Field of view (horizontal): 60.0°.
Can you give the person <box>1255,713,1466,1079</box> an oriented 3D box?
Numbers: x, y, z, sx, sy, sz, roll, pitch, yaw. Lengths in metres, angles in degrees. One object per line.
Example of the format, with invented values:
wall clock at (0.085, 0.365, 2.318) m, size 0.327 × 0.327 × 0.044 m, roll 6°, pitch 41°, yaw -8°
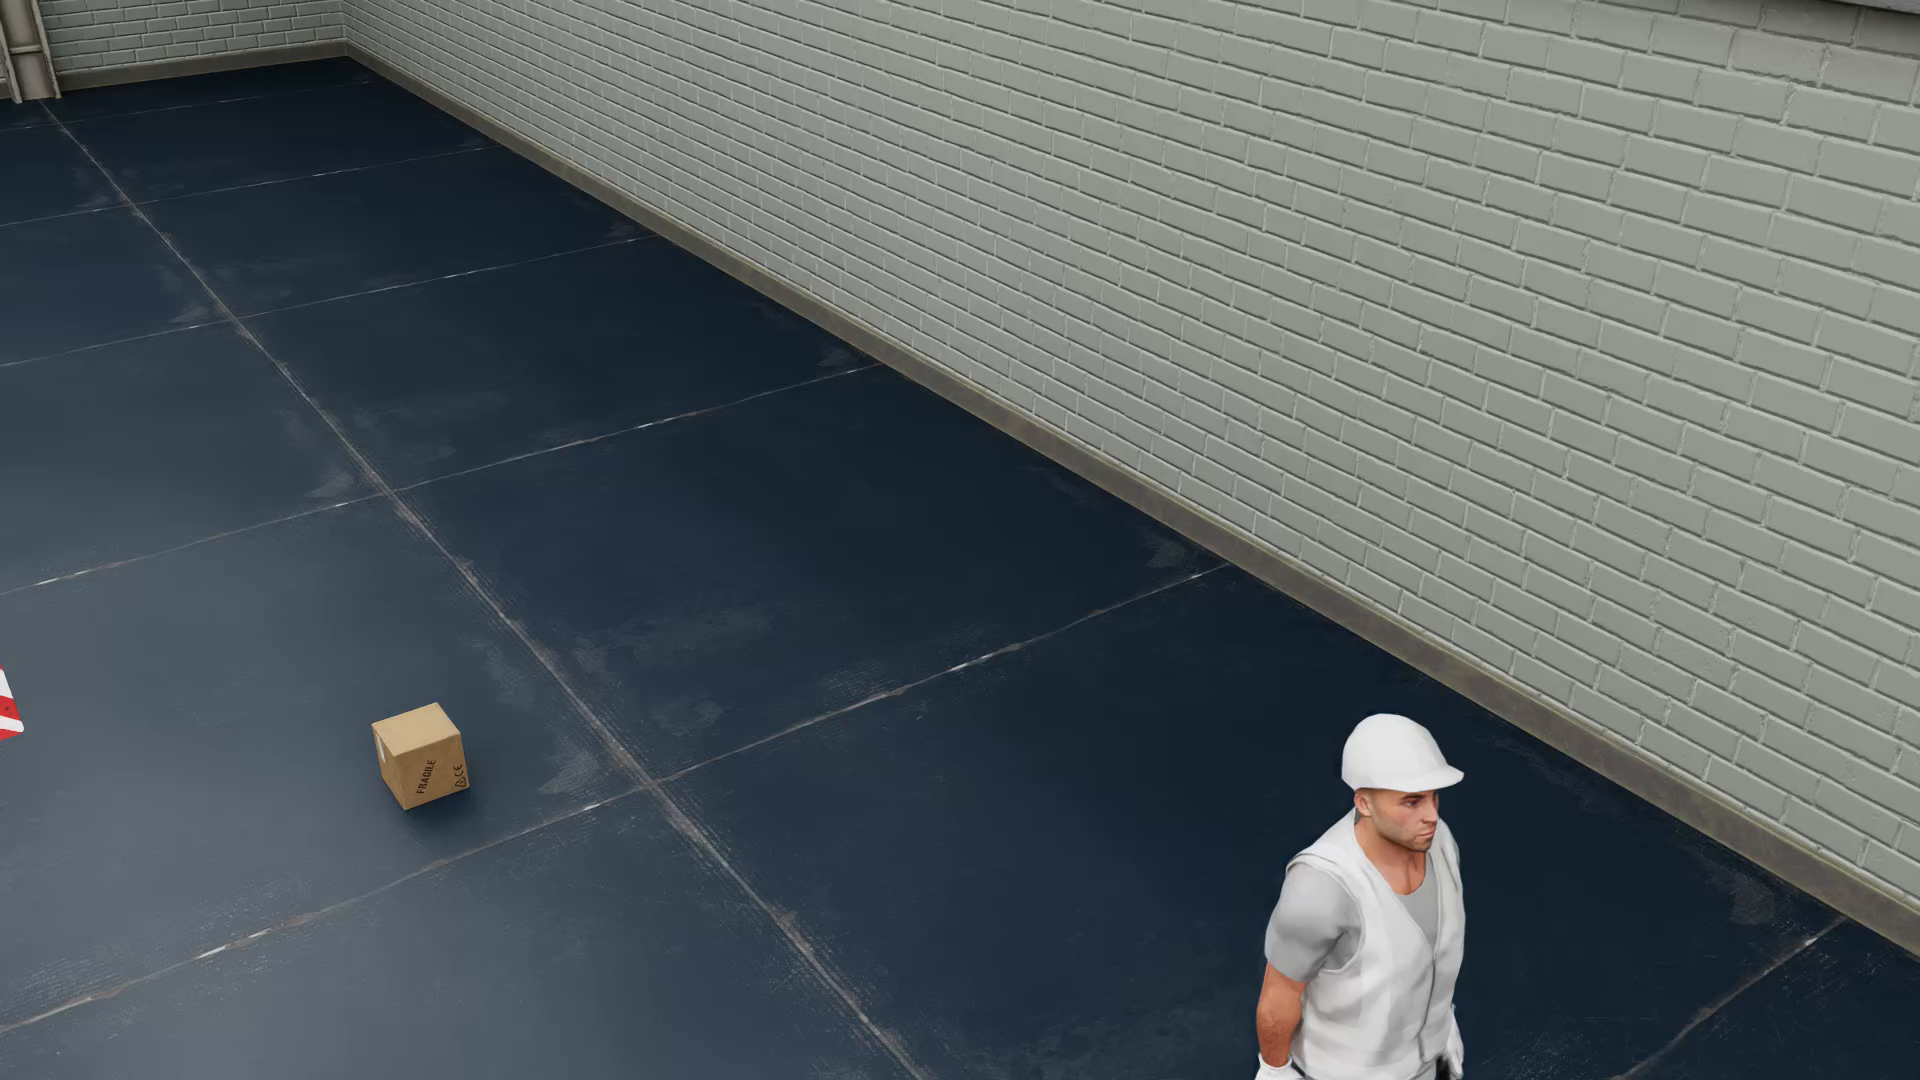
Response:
person at (0.945, 1.185, 3.855) m, size 0.526 × 1.777 × 0.468 m, roll -22°, pitch 35°, yaw -35°
